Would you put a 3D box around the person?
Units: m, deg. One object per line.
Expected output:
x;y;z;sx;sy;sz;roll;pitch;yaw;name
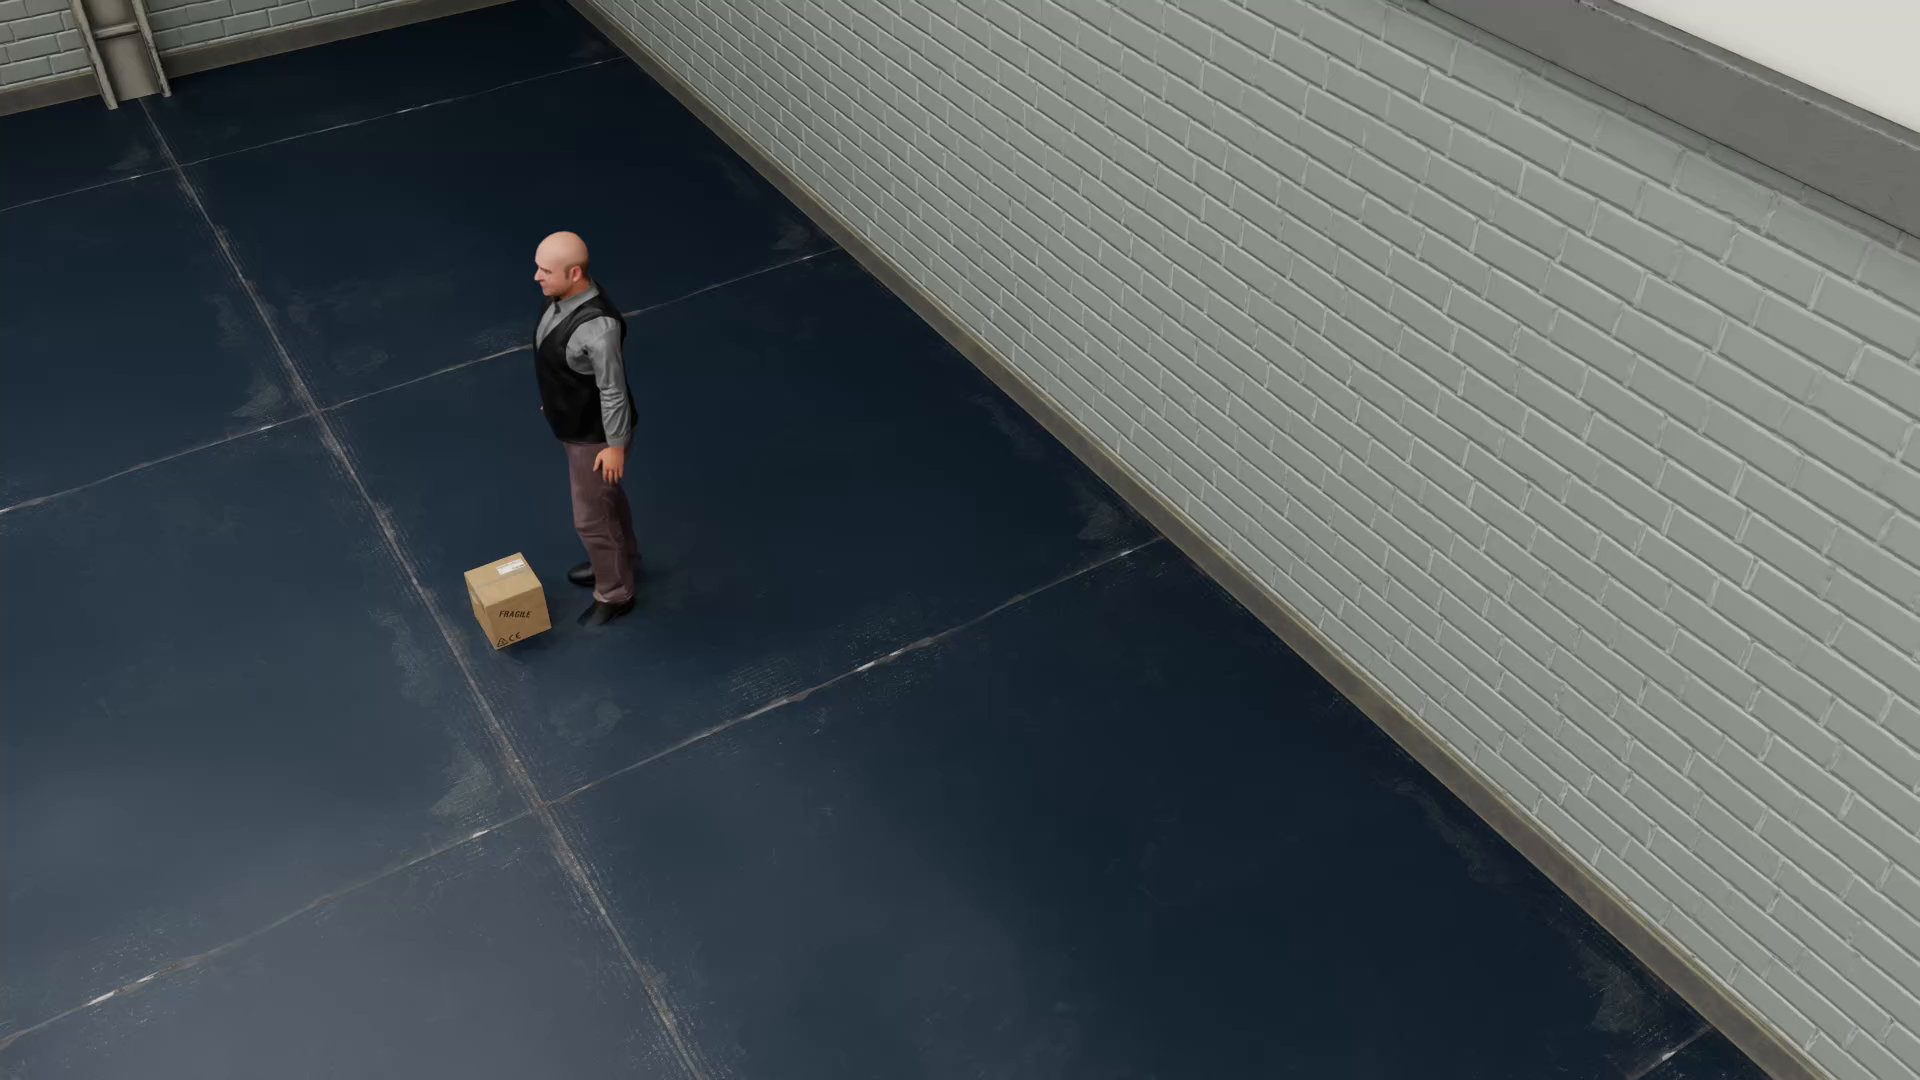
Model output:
-1.538;-0.448;6.736;0.440;1.780;0.589;-17;43;-19;person
